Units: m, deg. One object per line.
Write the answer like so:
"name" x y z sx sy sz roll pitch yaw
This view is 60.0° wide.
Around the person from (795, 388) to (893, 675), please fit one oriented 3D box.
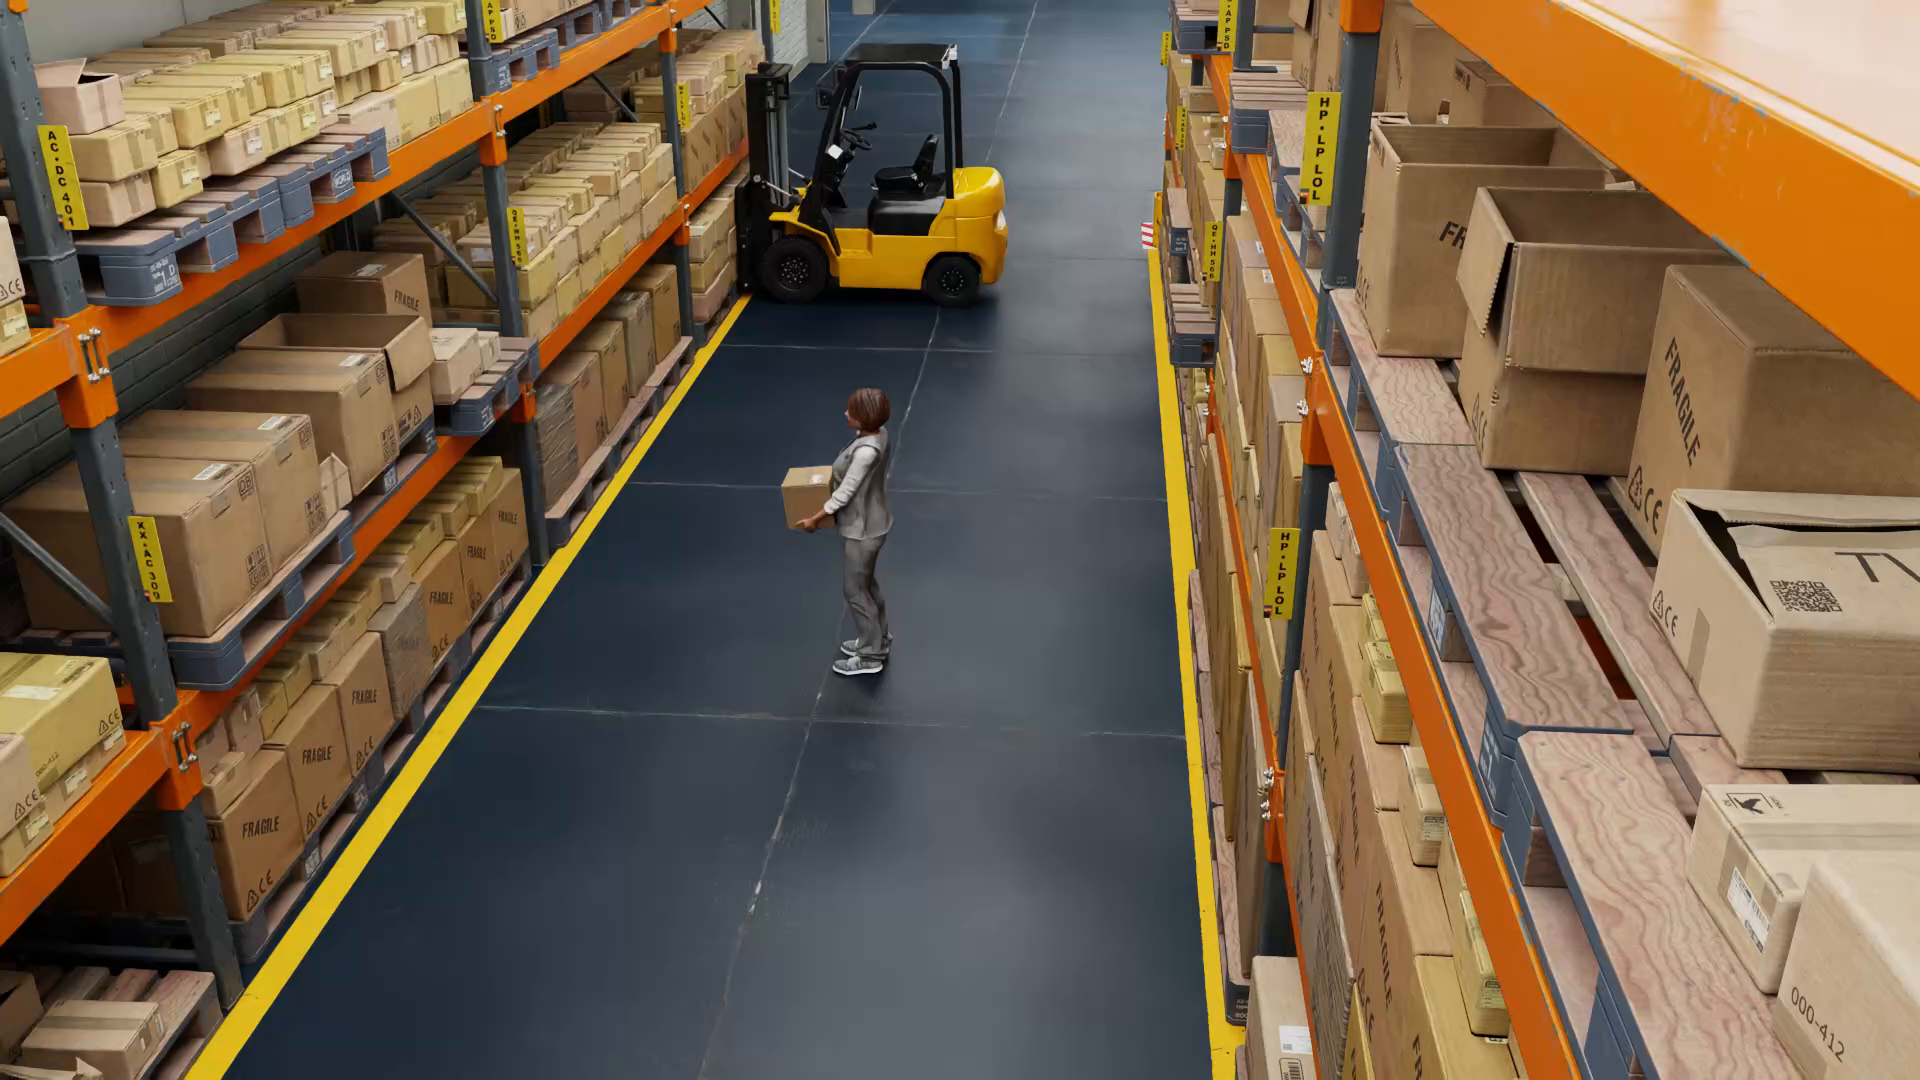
"person" -0.596 -0.057 8.748 0.494 1.593 0.404 2 25 5
